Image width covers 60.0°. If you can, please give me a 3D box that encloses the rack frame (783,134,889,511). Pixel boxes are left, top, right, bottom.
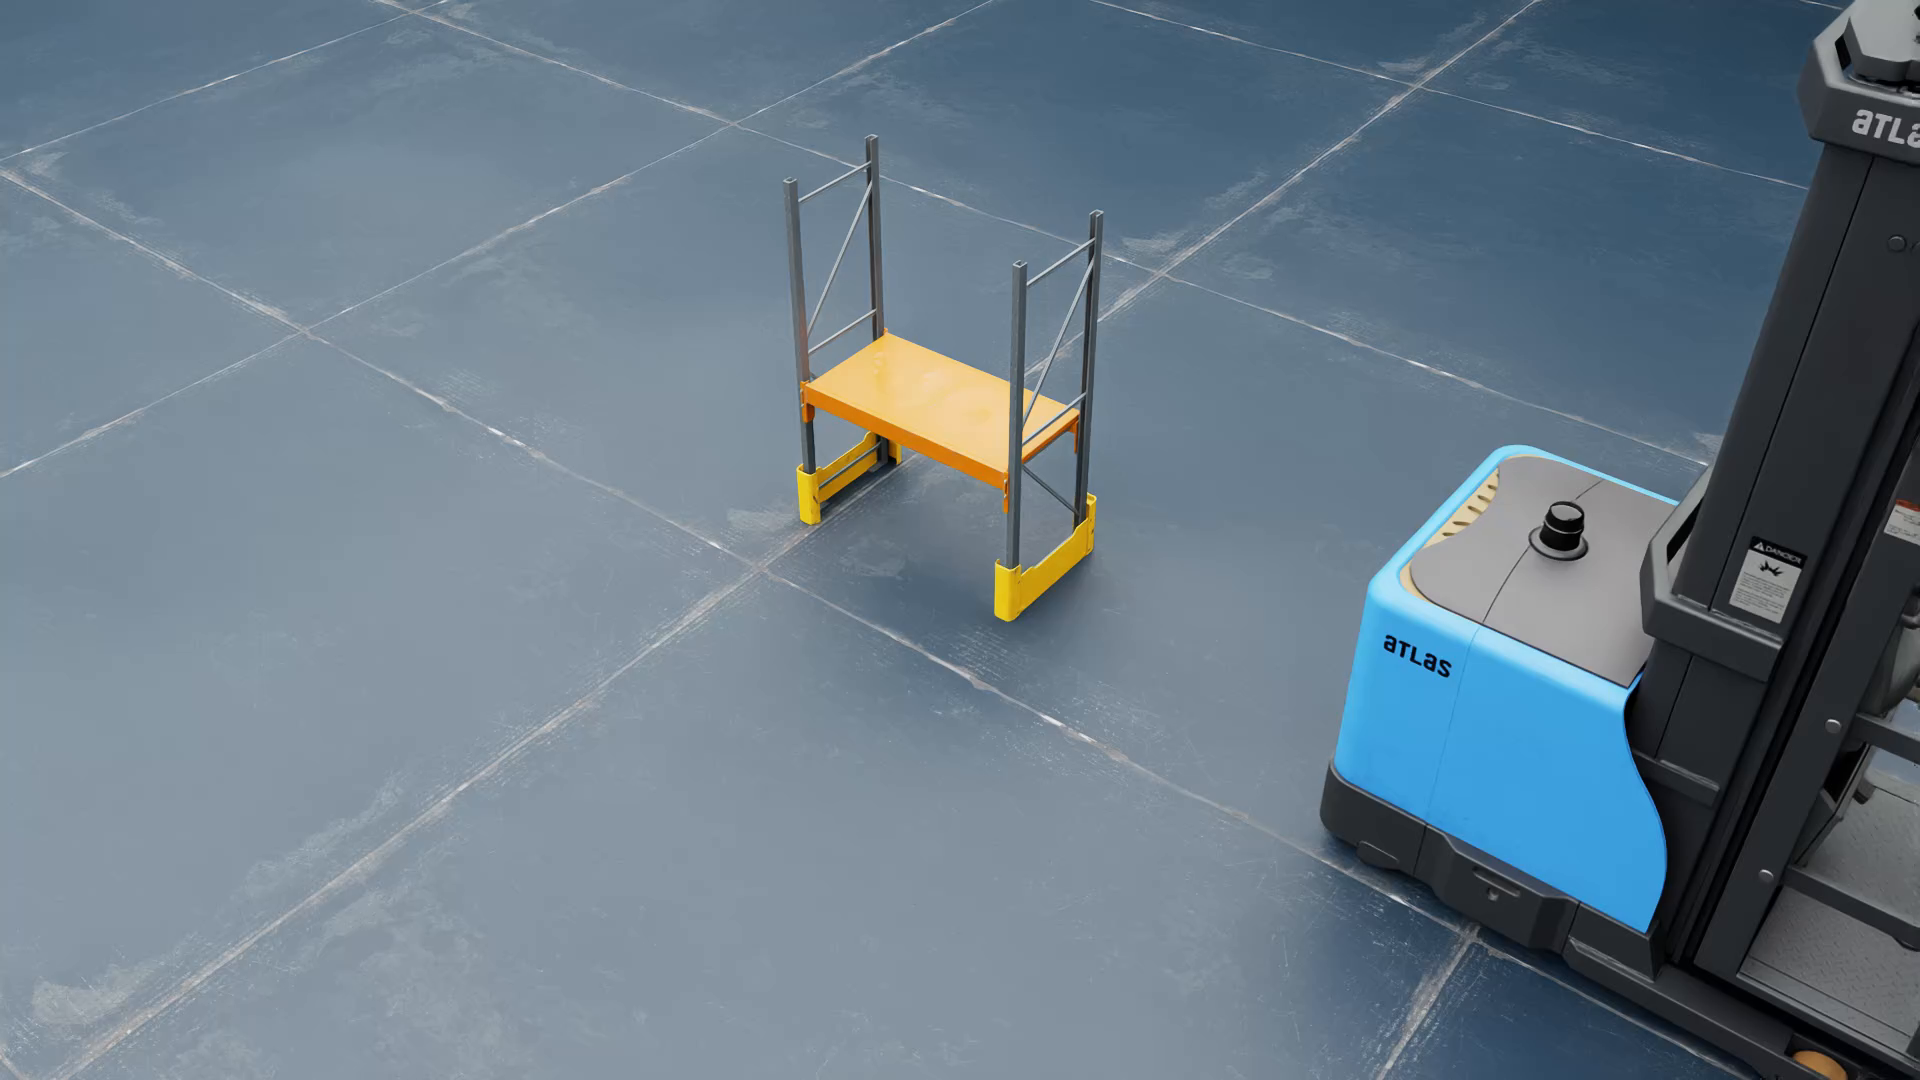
[{"bbox_3d":[-0.472,-0.813,6.572,0.032,1.500,0.500,25,45,29],"label":"rack frame"}]

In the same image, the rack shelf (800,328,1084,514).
[{"bbox_3d":[-0.068,-0.481,6.439,1.000,0.185,0.538,25,45,29],"label":"rack shelf"}]

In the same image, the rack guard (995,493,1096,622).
[{"bbox_3d":[0.335,0.060,6.471,0.087,0.250,0.587,25,45,29],"label":"rack guard"}]

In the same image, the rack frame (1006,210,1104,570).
[{"bbox_3d":[0.336,-0.432,6.085,0.032,1.500,0.500,25,45,29],"label":"rack frame"}]

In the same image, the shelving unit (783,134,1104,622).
[{"bbox_3d":[-0.061,-0.619,6.324,1.083,1.500,0.587,25,45,29],"label":"shelving unit"}]

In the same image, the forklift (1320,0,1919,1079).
[{"bbox_3d":[2.650,0.156,4.173,3.031,2.935,1.130,26,45,30],"label":"forklift"}]

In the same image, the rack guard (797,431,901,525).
[{"bbox_3d":[-0.456,-0.313,6.948,0.087,0.250,0.587,25,45,29],"label":"rack guard"}]
